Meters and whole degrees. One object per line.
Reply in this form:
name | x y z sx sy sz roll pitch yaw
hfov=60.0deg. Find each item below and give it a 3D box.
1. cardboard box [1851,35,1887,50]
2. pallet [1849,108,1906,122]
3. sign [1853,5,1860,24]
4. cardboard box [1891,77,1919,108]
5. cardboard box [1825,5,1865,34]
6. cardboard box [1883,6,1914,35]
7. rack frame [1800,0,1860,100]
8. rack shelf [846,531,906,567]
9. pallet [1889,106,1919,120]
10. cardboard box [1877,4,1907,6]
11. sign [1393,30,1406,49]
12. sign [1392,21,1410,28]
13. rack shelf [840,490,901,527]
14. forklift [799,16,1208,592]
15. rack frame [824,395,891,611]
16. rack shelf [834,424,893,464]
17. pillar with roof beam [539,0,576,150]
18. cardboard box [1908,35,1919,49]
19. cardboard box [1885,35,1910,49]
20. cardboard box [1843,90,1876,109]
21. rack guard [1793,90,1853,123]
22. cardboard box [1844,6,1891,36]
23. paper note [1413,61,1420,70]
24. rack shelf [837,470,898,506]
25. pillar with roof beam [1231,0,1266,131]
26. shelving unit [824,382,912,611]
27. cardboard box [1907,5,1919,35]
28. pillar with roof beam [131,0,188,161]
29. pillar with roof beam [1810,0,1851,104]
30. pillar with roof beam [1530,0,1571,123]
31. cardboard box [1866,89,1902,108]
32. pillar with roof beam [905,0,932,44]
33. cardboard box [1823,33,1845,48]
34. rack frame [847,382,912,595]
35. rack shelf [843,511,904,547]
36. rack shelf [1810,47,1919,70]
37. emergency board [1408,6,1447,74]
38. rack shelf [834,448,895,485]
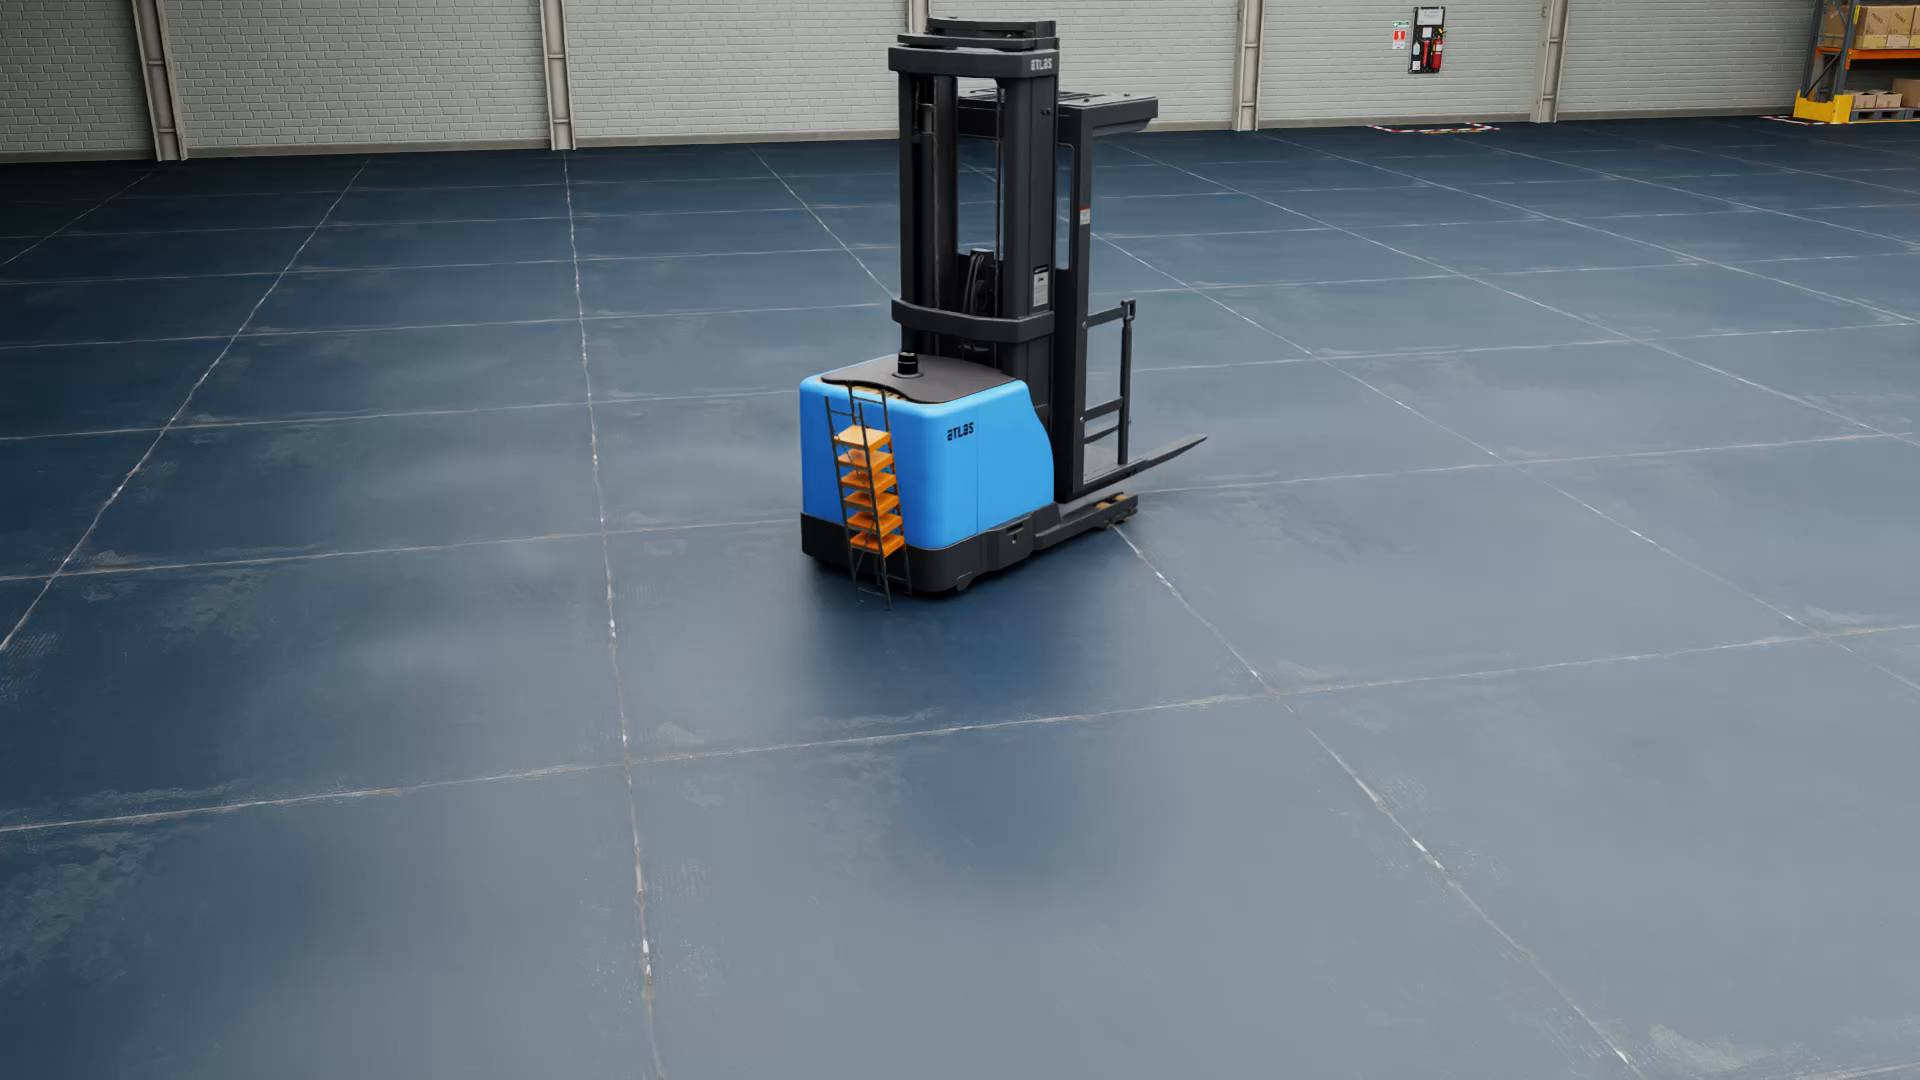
cardboard box | 16.881 -9.294 31.015 0.500 0.250 0.500 -5 21 -14
pallet | 17.206 -8.172 31.817 1.213 0.211 1.003 -5 21 -12
sign | 16.458 -9.648 30.533 0.005 0.325 0.100 -5 21 -12
cardboard box | 18.307 -8.567 31.835 0.500 0.500 0.700 -6 21 -16
cardboard box | 16.743 -9.822 31.367 0.500 0.500 0.500 -5 21 -13
cardboard box | 17.350 -9.687 30.997 0.500 0.500 0.500 -5 21 -12
rack frame | 16.333 -9.423 31.177 0.127 3.000 1.000 -5 21 -12
rack shelf | -0.440 0.033 8.773 0.258 0.103 0.180 14 34 34
pallet | 18.391 -8.267 32.077 1.213 0.211 1.003 -5 21 -12
cardboard box | 17.737 -9.901 31.582 0.500 0.500 0.500 -5 21 -14
sign | 8.001 -9.118 30.292 0.234 0.329 0.001 -5 21 -12
sign | 8.007 -9.364 30.194 0.331 0.109 0.001 -5 21 -12
rack shelf | -0.464 -0.178 8.660 0.258 0.103 0.180 14 34 34
forklift | 0.429 -1.533 9.740 1.130 2.935 3.031 16 25 37
rack frame | -0.522 -0.177 8.577 0.240 1.200 0.006 14 34 34
rack shelf | -0.501 -0.494 8.491 0.258 0.103 0.180 14 34 34
pillar with roof beam | -5.550 -9.244 21.968 0.400 9.000 9.100 -5 21 -12
cardboard box | 17.880 -9.378 31.245 0.500 0.250 0.500 -5 21 -13
cardboard box | 17.383 -9.340 31.140 0.500 0.250 0.500 -5 21 -14
cardboard box | 17.027 -8.392 31.631 0.500 0.311 0.500 -7 21 -19
rack guard | 16.407 -8.255 31.624 0.348 0.500 1.175 -5 21 -12
cardboard box | 16.867 -9.651 30.899 0.500 0.500 0.500 -5 21 -12
paper note | 8.374 -8.706 30.500 0.142 0.148 0.016 -5 21 -12
rack shelf | -0.477 -0.283 8.604 0.258 0.103 0.180 14 34 34
pillar with roof beam | 6.128 -10.194 24.560 0.400 9.000 9.100 -5 21 -12
shelving unit | -0.469 -0.217 8.640 0.258 1.200 0.189 14 34 34
cardboard box | 17.854 -9.726 31.103 0.500 0.500 0.500 -5 21 -14
pillar with roof beam | -11.389 -8.769 20.671 0.400 9.000 9.100 -5 21 -12
pillar with roof beam | 17.806 -11.144 27.153 0.400 9.000 9.100 -5 21 -12
pillar with roof beam | 11.967 -10.669 25.857 0.400 9.000 9.100 -5 21 -12
cardboard box | 17.582 -8.437 31.755 0.500 0.311 0.500 -3 20 -8
pillar with roof beam | 0.289 -9.719 23.264 0.400 9.000 9.100 -5 21 -12
cardboard box | 16.743 -9.464 31.478 0.500 0.250 0.500 -4 21 -12
rack frame | -0.416 -0.257 8.702 0.240 1.200 0.006 14 34 34
rack shelf | -0.452 -0.073 8.717 0.258 0.103 0.180 14 34 34
rack shelf | 18.279 -9.243 31.733 4.000 0.370 1.077 -5 21 -12
emergency board | 8.562 -9.110 30.323 0.643 1.169 0.194 -5 21 -12
rack shelf | -0.489 -0.388 8.548 0.258 0.103 0.180 14 34 34
